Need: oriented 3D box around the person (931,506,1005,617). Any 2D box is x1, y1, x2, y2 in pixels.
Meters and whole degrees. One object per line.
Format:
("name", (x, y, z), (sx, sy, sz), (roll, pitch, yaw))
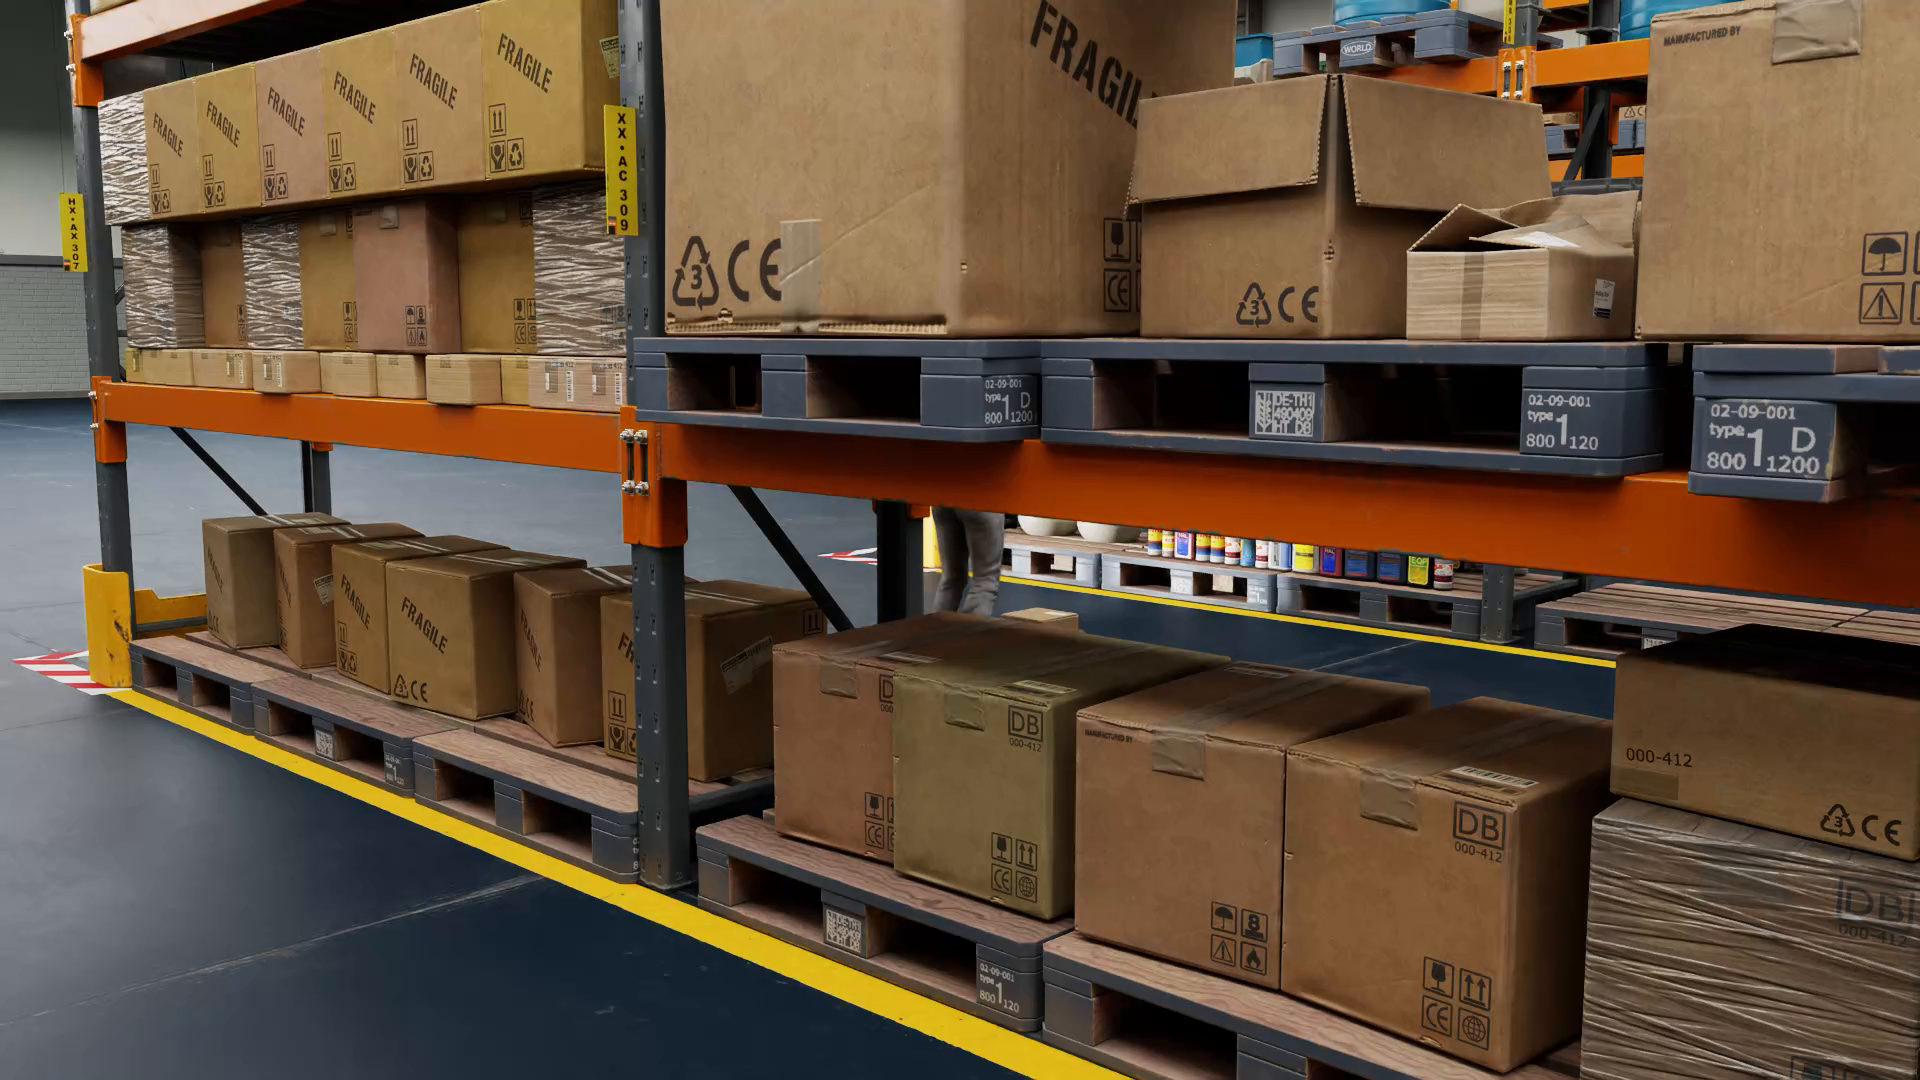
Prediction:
("person", (6.748, -1.538, 0.466), (19.033, 6.005, 25.160), (7, 10, 44))
